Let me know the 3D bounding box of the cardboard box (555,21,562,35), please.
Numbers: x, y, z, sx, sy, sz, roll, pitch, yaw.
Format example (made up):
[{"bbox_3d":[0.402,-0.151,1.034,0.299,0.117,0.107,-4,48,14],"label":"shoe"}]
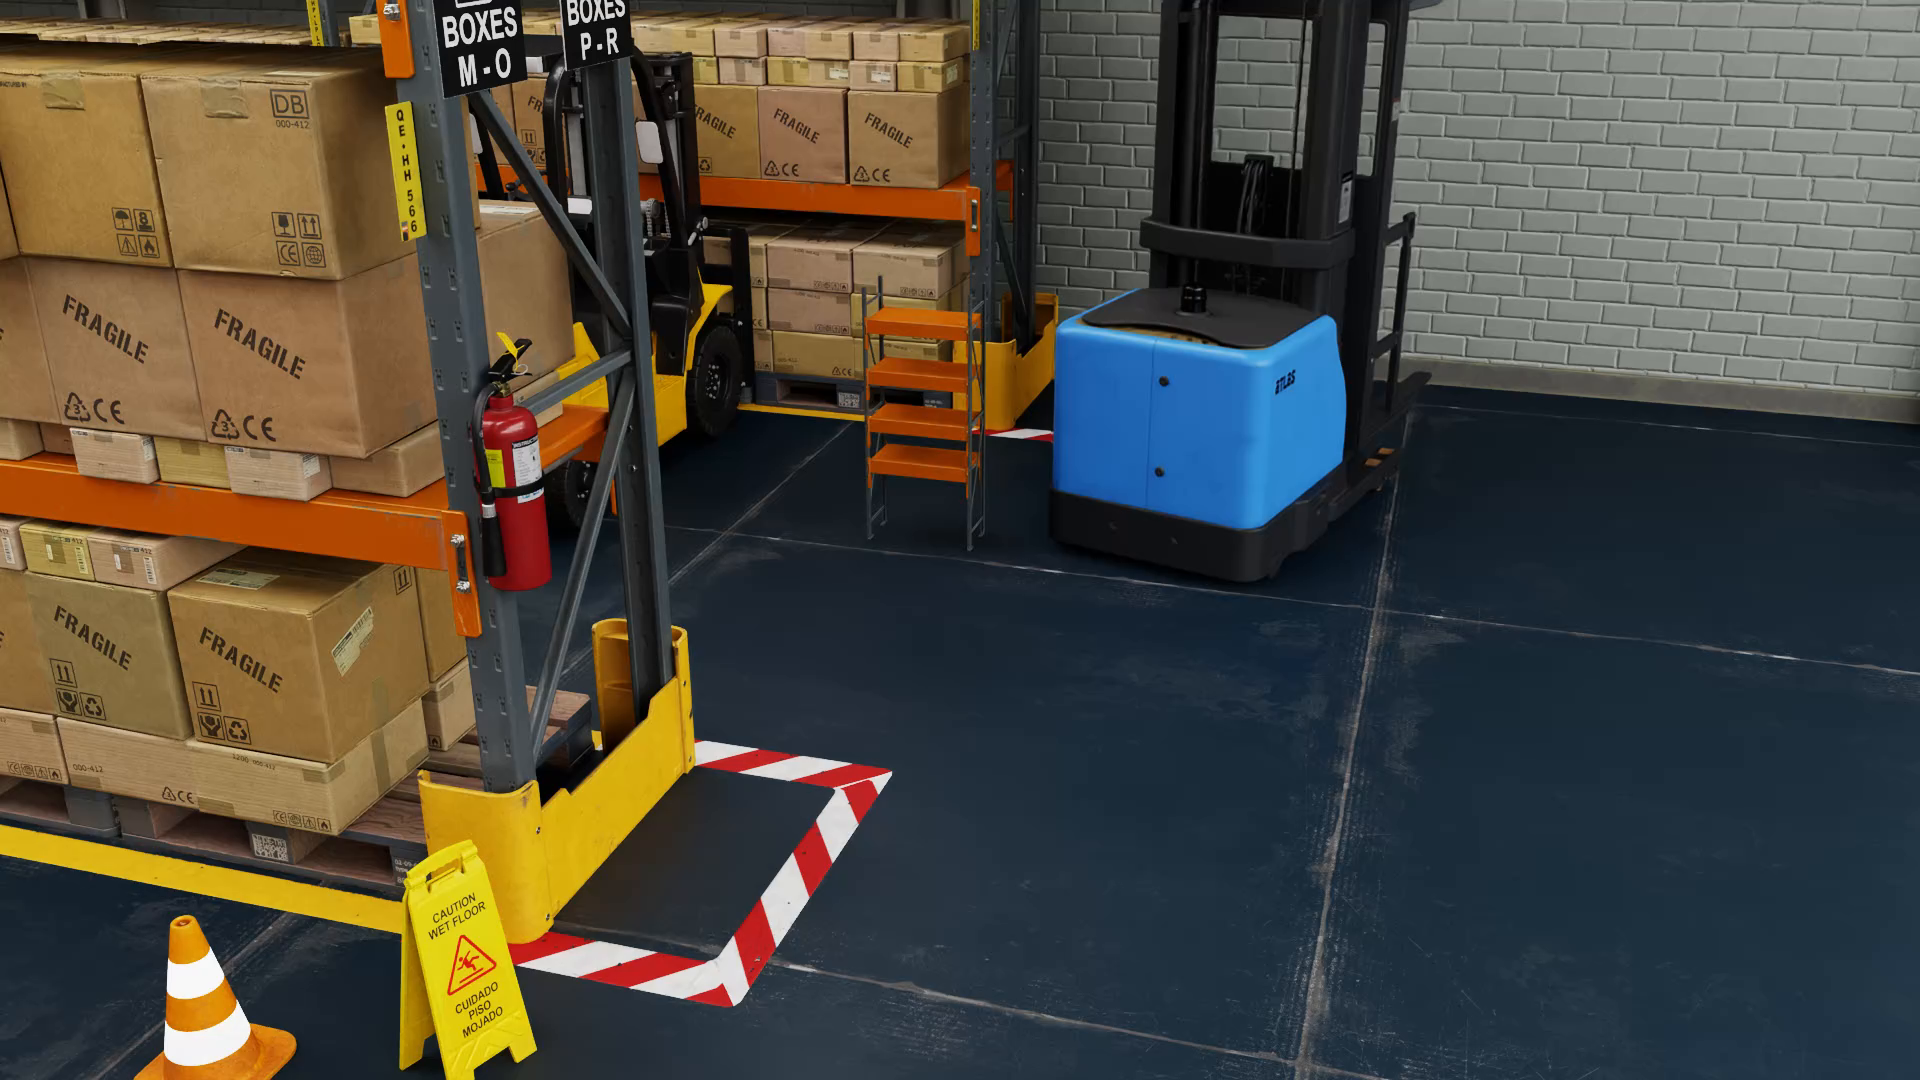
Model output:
[{"bbox_3d":[-2.100,-2.890,9.484,0.250,0.149,0.380,6,23,15],"label":"cardboard box"}]

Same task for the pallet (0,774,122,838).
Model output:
[{"bbox_3d":[-3.180,0.627,5.963,1.213,0.211,1.003,7,23,16],"label":"pallet"}]

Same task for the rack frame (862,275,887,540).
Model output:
[{"bbox_3d":[-0.392,-0.600,7.652,0.015,1.200,0.240,7,23,16],"label":"rack frame"}]

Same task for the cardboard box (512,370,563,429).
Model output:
[{"bbox_3d":[-1.441,-0.415,5.159,0.250,0.149,0.380,7,23,16],"label":"cardboard box"}]

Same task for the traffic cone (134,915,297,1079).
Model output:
[{"bbox_3d":[-1.960,1.177,4.291,0.334,0.463,0.336,7,23,16],"label":"traffic cone"}]

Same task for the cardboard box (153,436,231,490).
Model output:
[{"bbox_3d":[-2.110,-0.289,4.853,0.250,0.149,0.380,6,23,15],"label":"cardboard box"}]

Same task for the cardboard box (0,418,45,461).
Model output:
[{"bbox_3d":[-2.841,-0.380,5.075,0.250,0.149,0.380,6,23,15],"label":"cardboard box"}]

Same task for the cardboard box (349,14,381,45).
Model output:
[{"bbox_3d":[-3.356,-3.002,9.758,0.250,0.149,0.380,7,23,17],"label":"cardboard box"}]

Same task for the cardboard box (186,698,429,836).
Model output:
[{"bbox_3d":[-2.051,0.666,5.264,0.500,0.250,0.500,6,23,15],"label":"cardboard box"}]

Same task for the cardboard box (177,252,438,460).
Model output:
[{"bbox_3d":[-1.775,-0.562,4.663,0.500,0.500,0.500,6,23,15],"label":"cardboard box"}]

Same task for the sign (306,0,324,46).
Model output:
[{"bbox_3d":[-3.723,-2.962,9.616,0.005,0.325,0.100,7,23,16],"label":"sign"}]

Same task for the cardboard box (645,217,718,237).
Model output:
[{"bbox_3d":[-1.736,-1.708,9.734,0.500,0.250,0.500,6,23,14],"label":"cardboard box"}]

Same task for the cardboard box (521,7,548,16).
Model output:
[{"bbox_3d":[-2.697,-3.153,10.125,0.250,0.149,0.380,6,23,15],"label":"cardboard box"}]

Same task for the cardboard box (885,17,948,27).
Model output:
[{"bbox_3d":[-0.242,-2.873,9.442,0.250,0.149,0.380,7,23,17],"label":"cardboard box"}]

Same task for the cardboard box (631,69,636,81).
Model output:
[{"bbox_3d":[-1.871,-2.700,9.413,0.250,0.149,0.380,6,23,14],"label":"cardboard box"}]

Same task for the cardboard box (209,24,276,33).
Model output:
[{"bbox_3d":[-4.581,-3.220,10.682,0.250,0.149,0.380,6,23,15],"label":"cardboard box"}]

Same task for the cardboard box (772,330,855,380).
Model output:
[{"bbox_3d":[-0.760,-1.139,9.664,0.500,0.250,0.500,7,23,15],"label":"cardboard box"}]

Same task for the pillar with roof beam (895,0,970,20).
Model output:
[{"bbox_3d":[-1.395,-3.838,5.268,0.400,9.000,9.100,7,23,16],"label":"pillar with roof beam"}]

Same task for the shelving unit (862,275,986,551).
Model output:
[{"bbox_3d":[-0.158,-0.573,7.587,0.503,1.200,0.258,7,23,16],"label":"shelving unit"}]

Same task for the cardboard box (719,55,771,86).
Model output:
[{"bbox_3d":[-1.146,-2.616,9.209,0.250,0.149,0.380,6,23,14],"label":"cardboard box"}]

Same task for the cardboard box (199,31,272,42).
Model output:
[{"bbox_3d":[-4.438,-3.032,10.222,0.250,0.149,0.380,7,23,15],"label":"cardboard box"}]

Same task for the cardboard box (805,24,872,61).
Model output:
[{"bbox_3d":[-0.653,-2.704,9.030,0.250,0.149,0.380,7,23,17],"label":"cardboard box"}]

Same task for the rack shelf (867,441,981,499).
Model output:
[{"bbox_3d":[-0.158,-0.327,7.687,0.480,0.148,0.258,7,23,16],"label":"rack shelf"}]

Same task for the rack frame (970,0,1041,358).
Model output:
[{"bbox_3d":[0.254,-2.222,9.235,0.127,3.000,1.000,7,23,16],"label":"rack frame"}]

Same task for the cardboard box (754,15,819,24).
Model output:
[{"bbox_3d":[-0.995,-2.938,9.601,0.250,0.149,0.380,7,23,17],"label":"cardboard box"}]

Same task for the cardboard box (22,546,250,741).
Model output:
[{"bbox_3d":[-2.519,0.263,5.257,0.500,0.500,0.500,7,23,17],"label":"cardboard box"}]

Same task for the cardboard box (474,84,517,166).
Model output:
[{"bbox_3d":[-2.722,-2.512,9.811,0.500,0.500,0.500,7,23,16],"label":"cardboard box"}]

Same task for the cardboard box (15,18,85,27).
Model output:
[{"bbox_3d":[-6.039,-3.386,11.087,0.250,0.149,0.380,6,23,15],"label":"cardboard box"}]

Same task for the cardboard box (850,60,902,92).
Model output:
[{"bbox_3d":[-0.412,-2.522,8.980,0.250,0.149,0.380,7,23,16],"label":"cardboard box"}]

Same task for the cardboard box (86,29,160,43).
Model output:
[{"bbox_3d":[-5.198,-3.093,10.372,0.250,0.149,0.380,7,23,16],"label":"cardboard box"}]

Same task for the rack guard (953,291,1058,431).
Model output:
[{"bbox_3d":[0.277,-1.063,9.703,0.348,0.500,1.175,7,23,16],"label":"rack guard"}]

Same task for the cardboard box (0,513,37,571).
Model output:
[{"bbox_3d":[-2.881,-0.055,5.178,0.250,0.149,0.380,8,23,18],"label":"cardboard box"}]

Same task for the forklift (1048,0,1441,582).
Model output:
[{"bbox_3d":[1.611,-1.685,8.016,1.130,2.935,3.031,13,26,29],"label":"forklift"}]

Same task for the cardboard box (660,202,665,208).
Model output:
[{"bbox_3d":[-2.078,-1.951,10.327,0.500,0.250,0.500,7,23,16],"label":"cardboard box"}]

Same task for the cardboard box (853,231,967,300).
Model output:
[{"bbox_3d":[-0.277,-1.544,9.334,0.500,0.250,0.500,7,23,17],"label":"cardboard box"}]

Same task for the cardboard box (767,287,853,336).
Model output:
[{"bbox_3d":[-0.779,-1.374,9.579,0.500,0.250,0.500,6,23,15],"label":"cardboard box"}]

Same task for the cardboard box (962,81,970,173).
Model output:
[{"bbox_3d":[-0.140,-2.424,9.595,0.500,0.500,0.500,7,23,17],"label":"cardboard box"}]

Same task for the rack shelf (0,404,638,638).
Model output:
[{"bbox_3d":[-3.091,-0.305,5.509,4.000,0.370,1.077,7,23,16],"label":"rack shelf"}]

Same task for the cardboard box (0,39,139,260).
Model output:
[{"bbox_3d":[-2.728,-1.118,4.703,0.500,0.500,0.700,6,23,15],"label":"cardboard box"}]

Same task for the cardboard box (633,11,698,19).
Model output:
[{"bbox_3d":[-1.732,-3.028,9.822,0.250,0.149,0.380,7,23,17],"label":"cardboard box"}]

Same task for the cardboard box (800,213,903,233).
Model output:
[{"bbox_3d":[-0.631,-1.782,9.914,0.500,0.250,0.500,7,23,16],"label":"cardboard box"}]

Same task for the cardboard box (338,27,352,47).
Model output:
[{"bbox_3d":[-3.850,-3.124,10.446,0.250,0.149,0.380,6,23,14],"label":"cardboard box"}]

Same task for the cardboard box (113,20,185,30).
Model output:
[{"bbox_3d":[-5.296,-3.308,10.895,0.250,0.149,0.380,7,23,16],"label":"cardboard box"}]

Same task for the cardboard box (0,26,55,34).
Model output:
[{"bbox_3d":[-5.946,-3.166,10.549,0.250,0.149,0.380,7,23,17],"label":"cardboard box"}]

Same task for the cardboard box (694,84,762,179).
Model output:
[{"bbox_3d":[-1.277,-2.343,9.399,0.500,0.500,0.500,6,23,14],"label":"cardboard box"}]

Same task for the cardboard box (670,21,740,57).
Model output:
[{"bbox_3d":[-1.400,-2.772,9.198,0.250,0.149,0.380,7,23,17],"label":"cardboard box"}]
